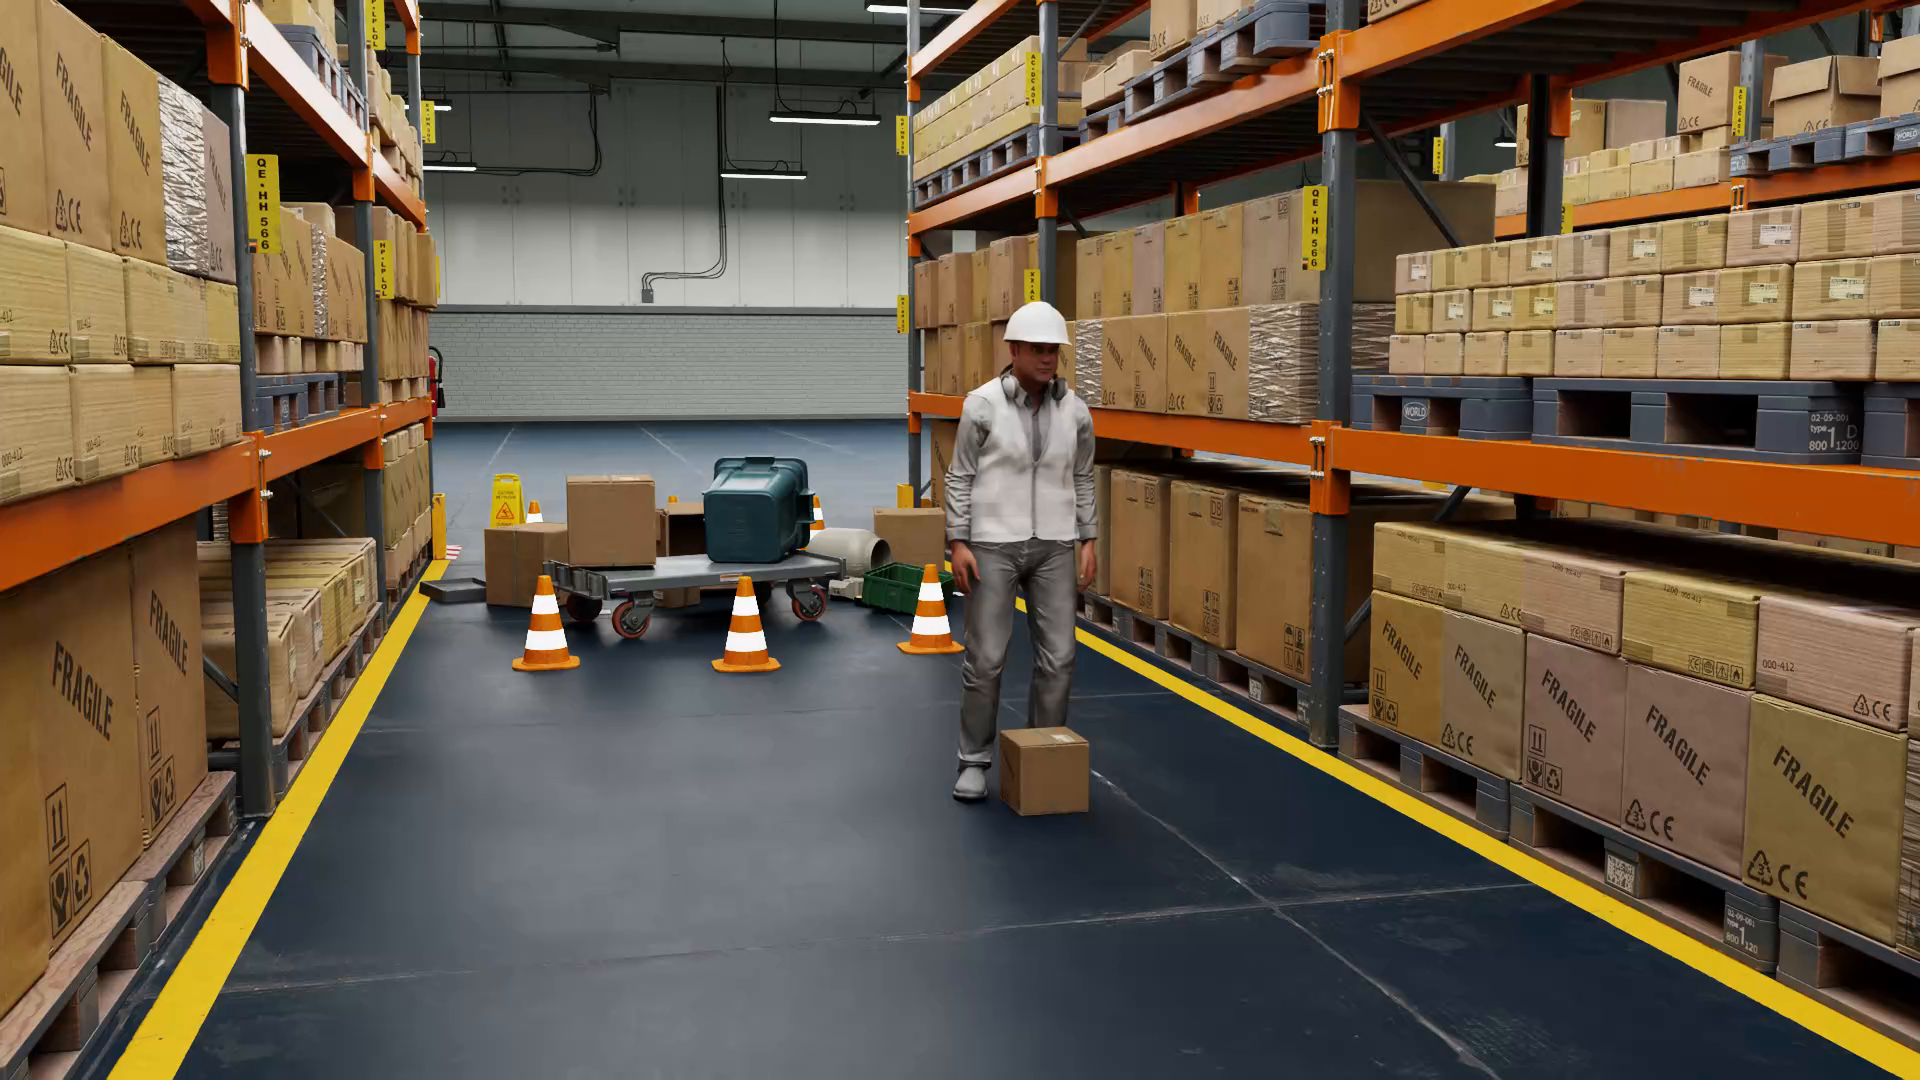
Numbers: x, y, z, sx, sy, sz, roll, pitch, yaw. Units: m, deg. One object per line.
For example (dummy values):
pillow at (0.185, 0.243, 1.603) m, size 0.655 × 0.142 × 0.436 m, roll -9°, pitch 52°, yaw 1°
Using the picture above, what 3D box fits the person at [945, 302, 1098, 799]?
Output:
person at (0.232, 0.031, 6.029) m, size 0.585 × 1.770 × 0.476 m, roll -2°, pitch 6°, yaw -17°
